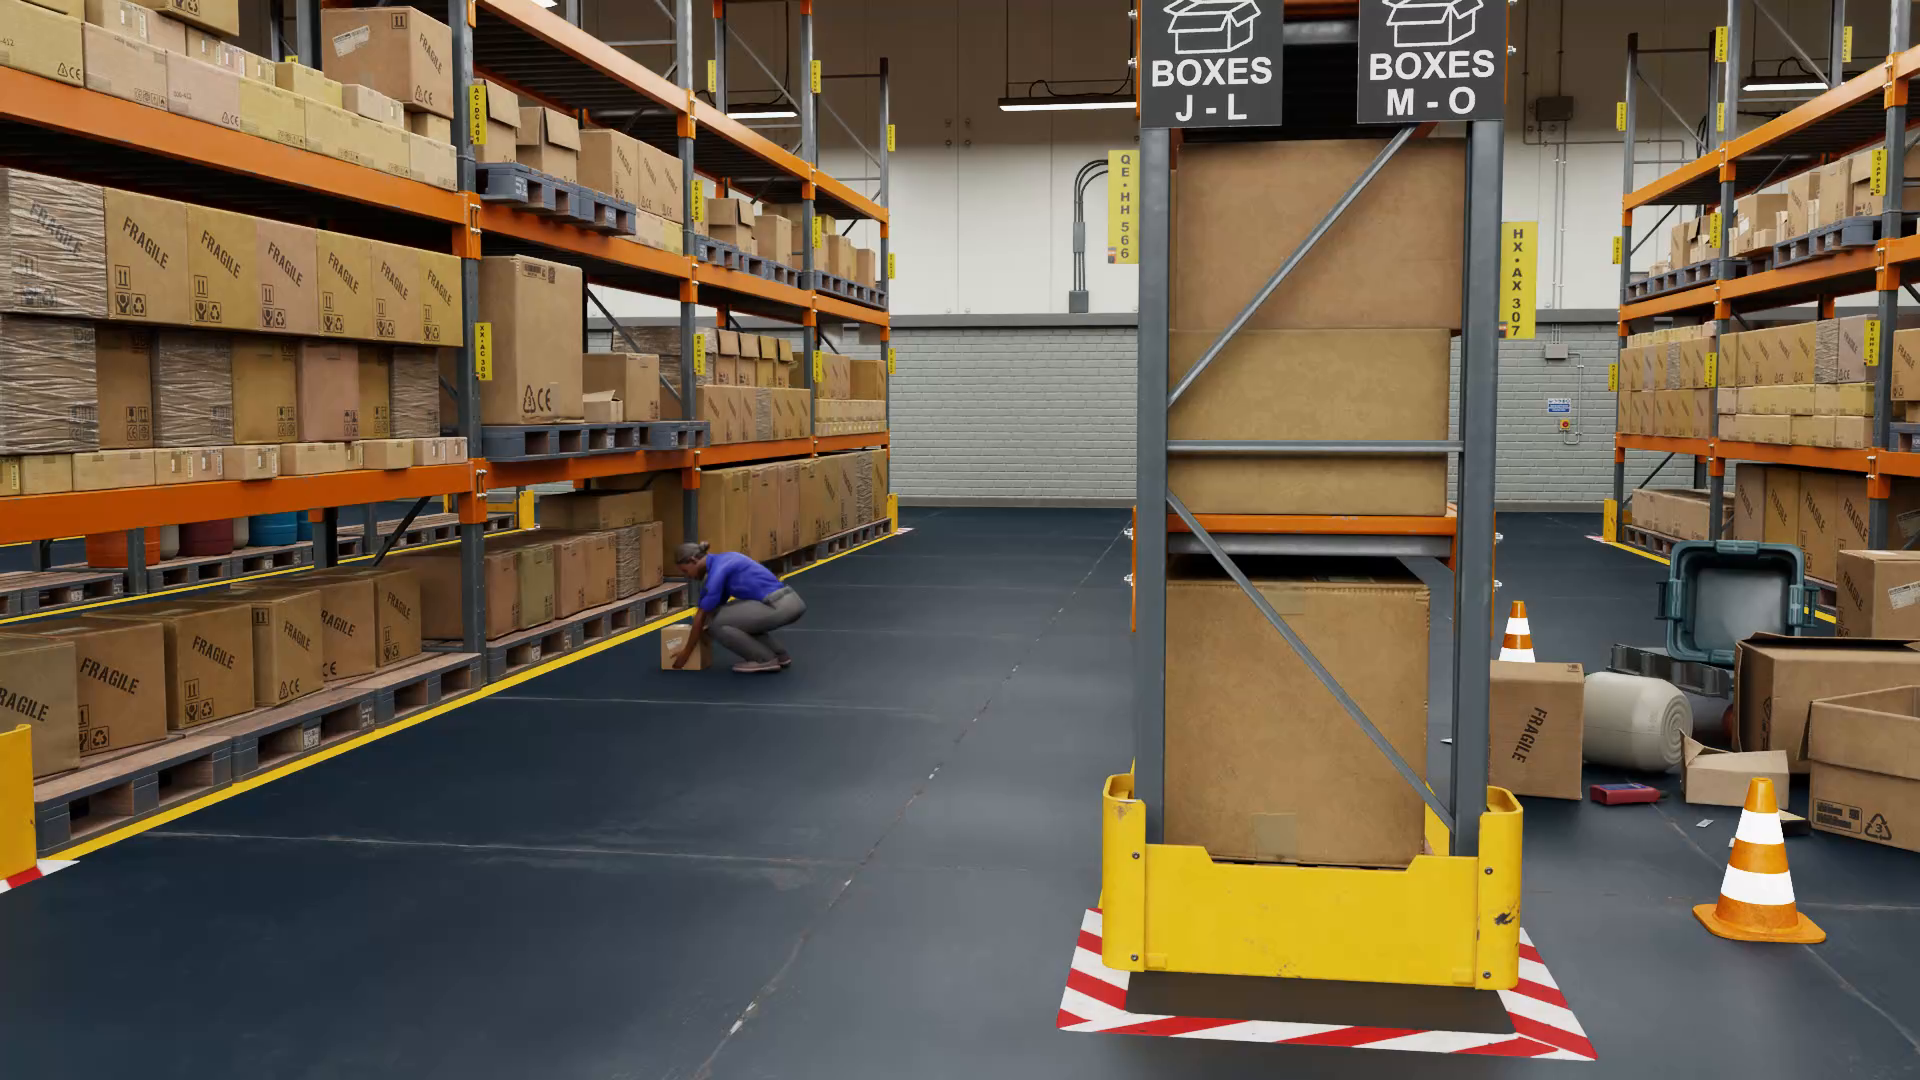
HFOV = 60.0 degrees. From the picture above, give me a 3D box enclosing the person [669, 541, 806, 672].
[{"bbox_3d":[-1.374,0.411,10.300,0.813,0.810,0.480,1,5,9],"label":"person"}]
